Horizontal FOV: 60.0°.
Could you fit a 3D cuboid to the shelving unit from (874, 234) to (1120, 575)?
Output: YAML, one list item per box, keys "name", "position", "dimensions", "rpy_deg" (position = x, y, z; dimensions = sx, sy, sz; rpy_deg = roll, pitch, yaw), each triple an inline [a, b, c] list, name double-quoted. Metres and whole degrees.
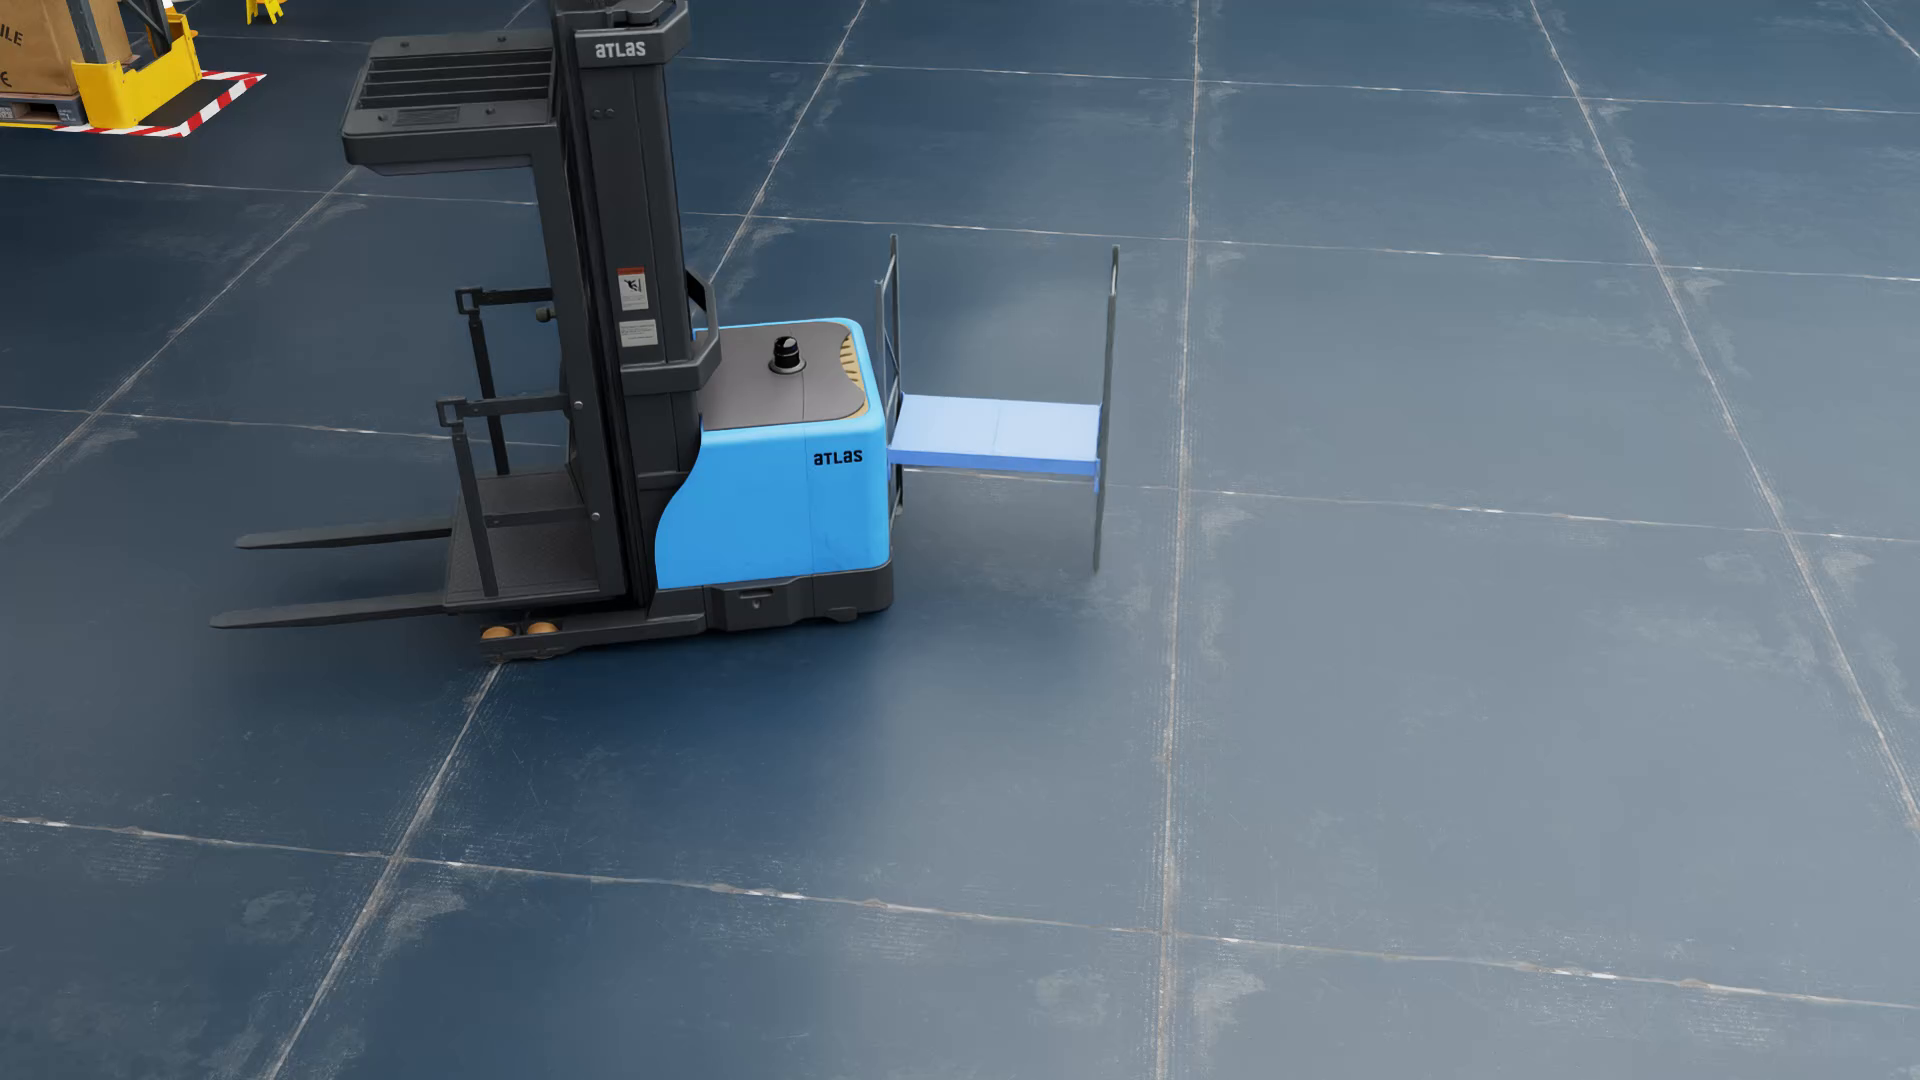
- name: "shelving unit"
  position: [0.175, -0.618, 7.825]
  dimensions: [1.048, 1.500, 0.538]
  rpy_deg: [4, 36, 5]

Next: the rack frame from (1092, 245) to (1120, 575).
- name: "rack frame"
  position: [0.681, -0.586, 7.779]
  dimensions: [0.032, 1.500, 0.500]
  rpy_deg: [4, 36, 5]

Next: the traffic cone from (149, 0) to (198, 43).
- name: "traffic cone"
  position: [-6.764, -4.508, 14.168]
  dimensions: [0.334, 0.463, 0.336]
  rpy_deg: [4, 36, 6]

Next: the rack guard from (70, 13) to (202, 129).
- name: "rack guard"
  position: [-6.395, -3.664, 12.954]
  dimensions: [0.348, 0.500, 1.175]
  rpy_deg: [4, 36, 6]

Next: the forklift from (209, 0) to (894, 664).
- name: "forklift"
  position: [-1.875, -0.969, 7.085]
  dimensions: [3.031, 2.935, 1.130]
  rpy_deg: [-6, 36, -8]

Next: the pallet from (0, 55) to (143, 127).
- name: "pallet"
  position: [-7.221, -3.562, 13.060]
  dimensions: [1.213, 0.211, 1.003]
  rpy_deg: [4, 36, 6]

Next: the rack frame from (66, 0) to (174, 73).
- name: "rack frame"
  position: [-6.418, -4.683, 12.230]
  dimensions: [0.127, 3.000, 1.000]
  rpy_deg: [4, 36, 6]

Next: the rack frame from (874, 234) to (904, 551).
- name: "rack frame"
  position: [-0.330, -0.651, 7.871]
  dimensions: [0.032, 1.500, 0.500]
  rpy_deg: [4, 36, 5]

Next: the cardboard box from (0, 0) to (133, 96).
- name: "cardboard box"
  position: [-7.099, -4.001, 12.742]
  dimensions: [0.875, 0.875, 0.875]
  rpy_deg: [4, 36, 6]

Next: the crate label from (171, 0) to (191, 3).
- name: "crate label"
  position: [-7.071, -5.024, 15.171]
  dimensions: [0.298, 0.136, 0.250]
  rpy_deg: [-14, 38, -18]

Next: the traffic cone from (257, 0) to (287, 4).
- name: "traffic cone"
  position: [-6.283, -5.134, 15.045]
  dimensions: [0.334, 0.463, 0.336]
  rpy_deg: [4, 36, 6]

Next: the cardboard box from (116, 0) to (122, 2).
- name: "cardboard box"
  position: [-7.953, -5.198, 15.100]
  dimensions: [0.637, 0.503, 0.797]
  rpy_deg: [-20, 40, -26]

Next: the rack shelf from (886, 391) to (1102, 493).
- name: "rack shelf"
  position: [0.175, -0.472, 7.930]
  dimensions: [1.000, 0.185, 0.538]
  rpy_deg: [4, 36, 5]

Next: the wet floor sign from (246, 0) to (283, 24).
- name: "wet floor sign"
  position: [-6.138, -4.864, 14.509]
  dimensions: [0.232, 0.644, 0.267]
  rpy_deg: [-2, 36, -2]
